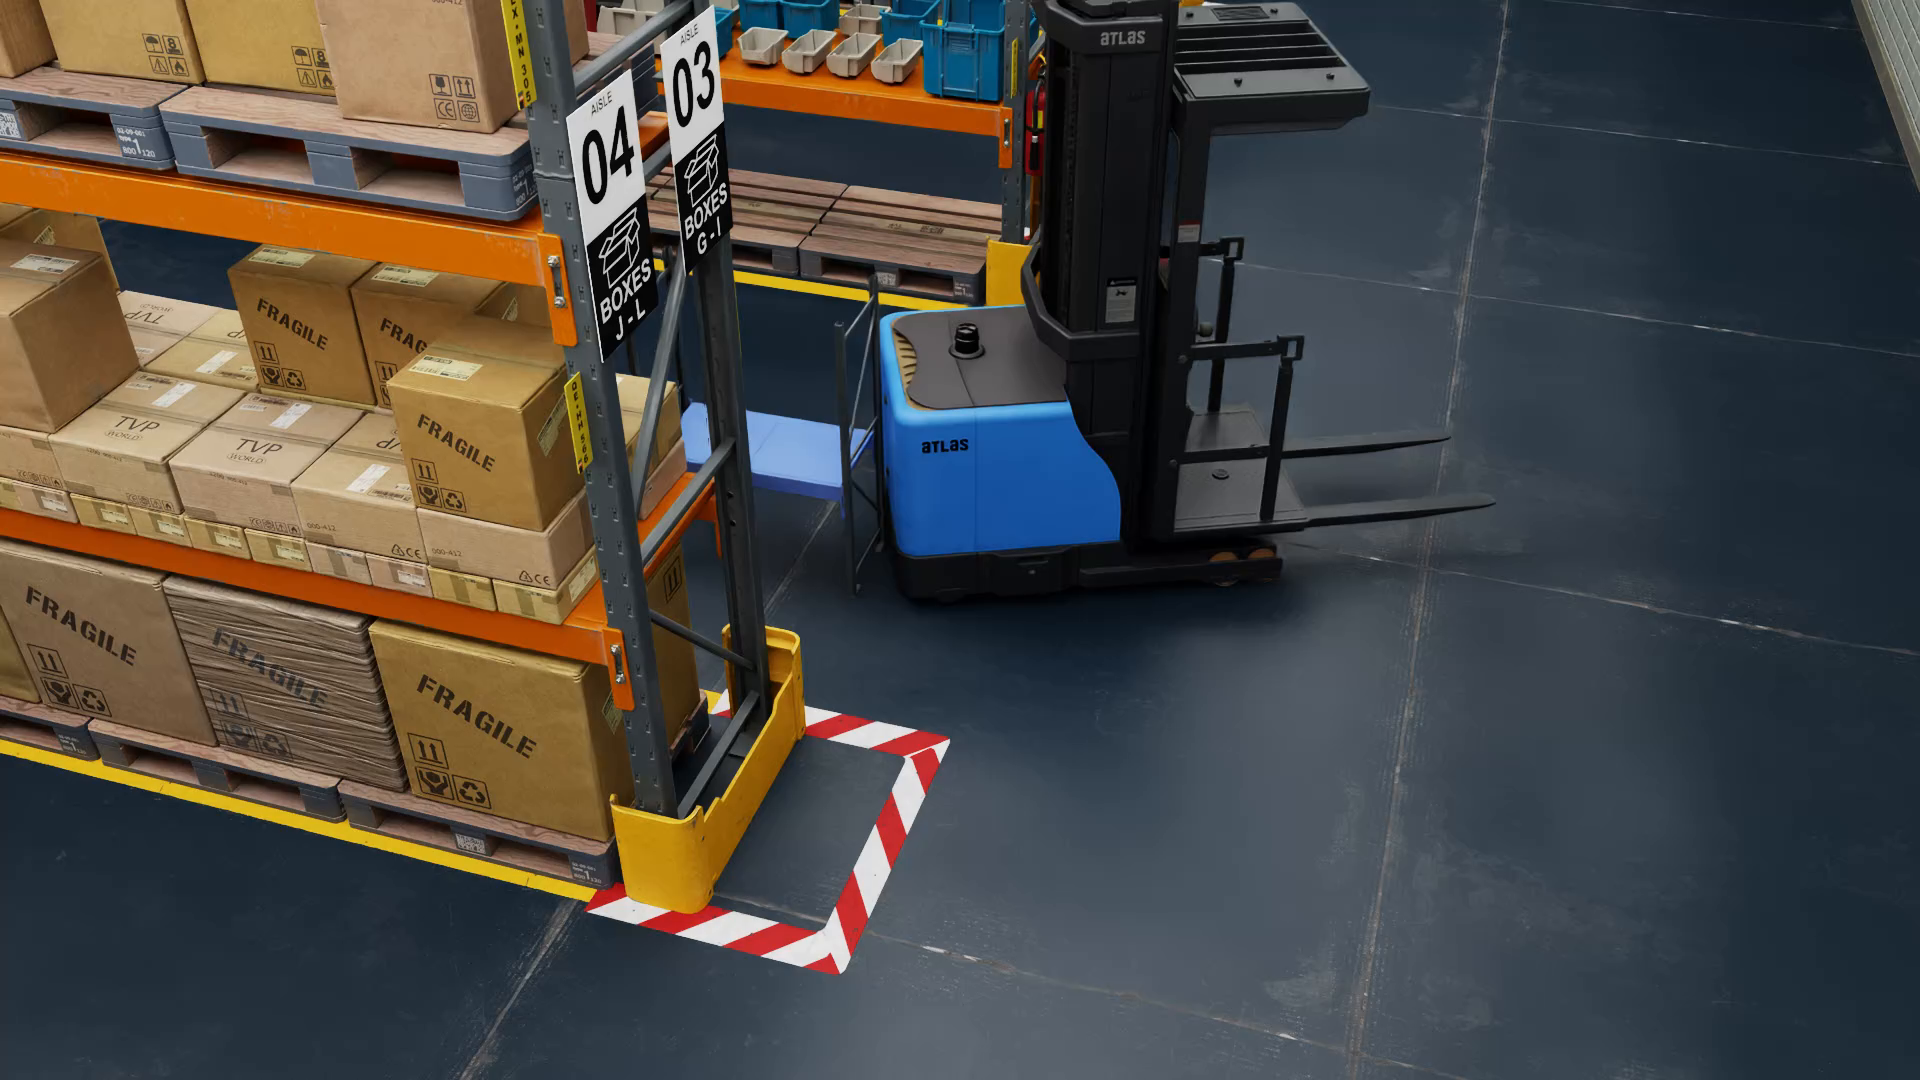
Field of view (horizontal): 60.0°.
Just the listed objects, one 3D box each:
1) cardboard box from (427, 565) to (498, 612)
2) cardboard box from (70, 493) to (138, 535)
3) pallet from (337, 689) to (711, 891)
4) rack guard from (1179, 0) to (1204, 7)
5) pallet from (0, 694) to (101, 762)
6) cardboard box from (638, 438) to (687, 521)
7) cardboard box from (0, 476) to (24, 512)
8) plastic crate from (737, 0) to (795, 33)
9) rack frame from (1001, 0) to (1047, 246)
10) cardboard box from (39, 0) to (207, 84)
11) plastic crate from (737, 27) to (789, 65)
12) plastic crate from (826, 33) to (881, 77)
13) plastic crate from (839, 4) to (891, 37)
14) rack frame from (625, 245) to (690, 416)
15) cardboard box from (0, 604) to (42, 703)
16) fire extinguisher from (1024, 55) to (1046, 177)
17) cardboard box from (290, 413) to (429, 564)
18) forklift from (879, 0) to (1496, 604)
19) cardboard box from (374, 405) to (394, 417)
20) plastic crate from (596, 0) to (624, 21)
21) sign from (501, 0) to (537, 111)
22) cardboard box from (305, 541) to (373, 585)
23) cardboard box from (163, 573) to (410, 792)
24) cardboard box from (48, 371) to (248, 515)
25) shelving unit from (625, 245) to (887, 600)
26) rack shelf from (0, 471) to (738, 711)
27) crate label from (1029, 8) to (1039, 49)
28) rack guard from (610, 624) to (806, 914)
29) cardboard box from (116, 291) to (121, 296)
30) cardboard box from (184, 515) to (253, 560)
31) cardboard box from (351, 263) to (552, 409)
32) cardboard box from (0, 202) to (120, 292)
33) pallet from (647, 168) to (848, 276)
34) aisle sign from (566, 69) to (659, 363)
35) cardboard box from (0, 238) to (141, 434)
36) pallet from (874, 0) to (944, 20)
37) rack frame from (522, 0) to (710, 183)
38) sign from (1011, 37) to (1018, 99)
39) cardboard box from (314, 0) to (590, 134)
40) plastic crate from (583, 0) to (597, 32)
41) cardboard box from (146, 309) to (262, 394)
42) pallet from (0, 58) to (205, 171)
[{"bbox_3d":[-1.707,0.070,6.022,0.250,0.149,0.380,11,38,14],"label":"cardboard box"},{"bbox_3d":[-3.167,-0.201,6.389,0.250,0.149,0.380,9,37,13],"label":"cardboard box"},{"bbox_3d":[-1.807,0.916,7.012,1.213,0.211,1.003,10,38,14],"label":"pallet"},{"bbox_3d":[1.865,-4.721,14.428,0.348,0.500,1.175,10,38,14],"label":"rack guard"},{"bbox_3d":[-4.136,0.485,7.598,1.213,0.211,1.003,10,38,14],"label":"pallet"},{"bbox_3d":[-1.261,-0.258,6.467,0.250,0.149,0.380,11,38,14],"label":"cardboard box"},{"bbox_3d":[-3.657,-0.292,6.513,0.250,0.149,0.380,10,38,13],"label":"cardboard box"},{"bbox_3d":[-1.224,-3.385,10.594,0.300,0.233,0.416,10,38,14],"label":"plastic crate"},{"bbox_3d":[0.457,-2.912,9.861,0.127,3.000,1.000,10,38,14],"label":"rack frame"},{"bbox_3d":[-2.542,-1.861,5.379,0.500,0.500,0.700,8,37,11],"label":"cardboard box"},{"bbox_3d":[-1.209,-3.009,10.164,0.250,0.136,0.298,10,38,14],"label":"plastic crate"},{"bbox_3d":[-0.648,-2.931,10.059,0.243,0.136,0.396,10,38,14],"label":"plastic crate"},{"bbox_3d":[-0.610,-3.284,10.538,0.298,0.136,0.250,10,38,14],"label":"plastic crate"},{"bbox_3d":[-1.432,-0.629,8.025,0.032,1.500,0.500,10,37,13],"label":"rack frame"},{"bbox_3d":[-4.232,0.032,7.300,0.875,0.875,0.875,10,38,14],"label":"cardboard box"},{"bbox_3d":[0.465,-2.447,9.609,0.183,0.674,0.296,10,38,14],"label":"fire extinguisher"},{"bbox_3d":[-2.046,-0.195,6.045,0.500,0.250,0.500,10,37,13],"label":"cardboard box"},{"bbox_3d":[1.139,-1.263,7.678,3.031,2.935,1.130,-5,37,-6],"label":"forklift"},{"bbox_3d":[-1.896,-0.495,6.453,0.500,0.250,0.500,10,38,13],"label":"cardboard box"},{"bbox_3d":[-2.213,-3.487,10.823,0.590,0.125,0.437,10,38,14],"label":"plastic crate"},{"bbox_3d":[-1.195,-1.338,4.512,0.005,0.325,0.100,10,38,14],"label":"sign"},{"bbox_3d":[-2.185,-0.020,6.144,0.250,0.149,0.380,11,38,15],"label":"cardboard box"},{"bbox_3d":[-2.524,0.348,6.870,0.875,0.875,0.875,10,38,14],"label":"cardboard box"},{"bbox_3d":[-3.030,-0.374,6.289,0.500,0.250,0.500,11,38,14],"label":"cardboard box"},{"bbox_3d":[-0.944,-0.544,7.909,1.048,1.500,0.538,10,37,13],"label":"shelving unit"},{"bbox_3d":[-2.929,-0.174,6.747,4.000,0.370,1.077,10,38,14],"label":"rack shelf"},{"bbox_3d":[0.319,-3.099,10.206,0.303,0.233,0.416,10,38,14],"label":"crate label"},{"bbox_3d":[-0.997,0.901,6.789,0.348,0.500,1.175,10,38,14],"label":"rack guard"},{"bbox_3d":[-3.844,-0.857,6.944,0.500,0.250,0.500,12,38,15],"label":"cardboard box"},{"bbox_3d":[-2.681,-0.111,6.267,0.250,0.149,0.380,11,38,14],"label":"cardboard box"},{"bbox_3d":[-1.875,-0.797,6.231,0.500,0.500,0.500,10,37,13],"label":"cardboard box"},{"bbox_3d":[-3.843,-1.157,6.720,0.500,0.500,0.500,11,38,14],"label":"cardboard box"},{"bbox_3d":[-1.480,-2.174,11.210,1.213,0.211,1.003,10,38,14],"label":"pallet"},{"bbox_3d":[-1.041,-0.974,5.035,0.004,0.787,0.394,10,38,14],"label":"aisle sign"},{"bbox_3d":[-3.492,-0.768,6.191,0.500,0.500,0.500,9,37,12],"label":"cardboard box"},{"bbox_3d":[-0.057,-4.962,14.998,1.213,0.211,1.003,10,38,14],"label":"pallet"},{"bbox_3d":[-1.020,-2.526,4.276,0.127,3.000,1.000,10,38,14],"label":"rack frame"},{"bbox_3d":[0.308,-2.664,9.386,0.005,0.325,0.100,10,38,14],"label":"sign"},{"bbox_3d":[-1.533,-1.629,5.065,0.500,0.500,0.700,8,37,11],"label":"cardboard box"},{"bbox_3d":[-2.584,-3.370,10.378,0.583,0.464,0.402,10,38,14],"label":"plastic crate"},{"bbox_3d":[-2.874,-0.675,6.697,0.500,0.250,0.500,10,37,13],"label":"cardboard box"},{"bbox_3d":[-2.900,-1.622,5.653,1.213,0.211,1.003,10,38,14],"label":"pallet"}]
